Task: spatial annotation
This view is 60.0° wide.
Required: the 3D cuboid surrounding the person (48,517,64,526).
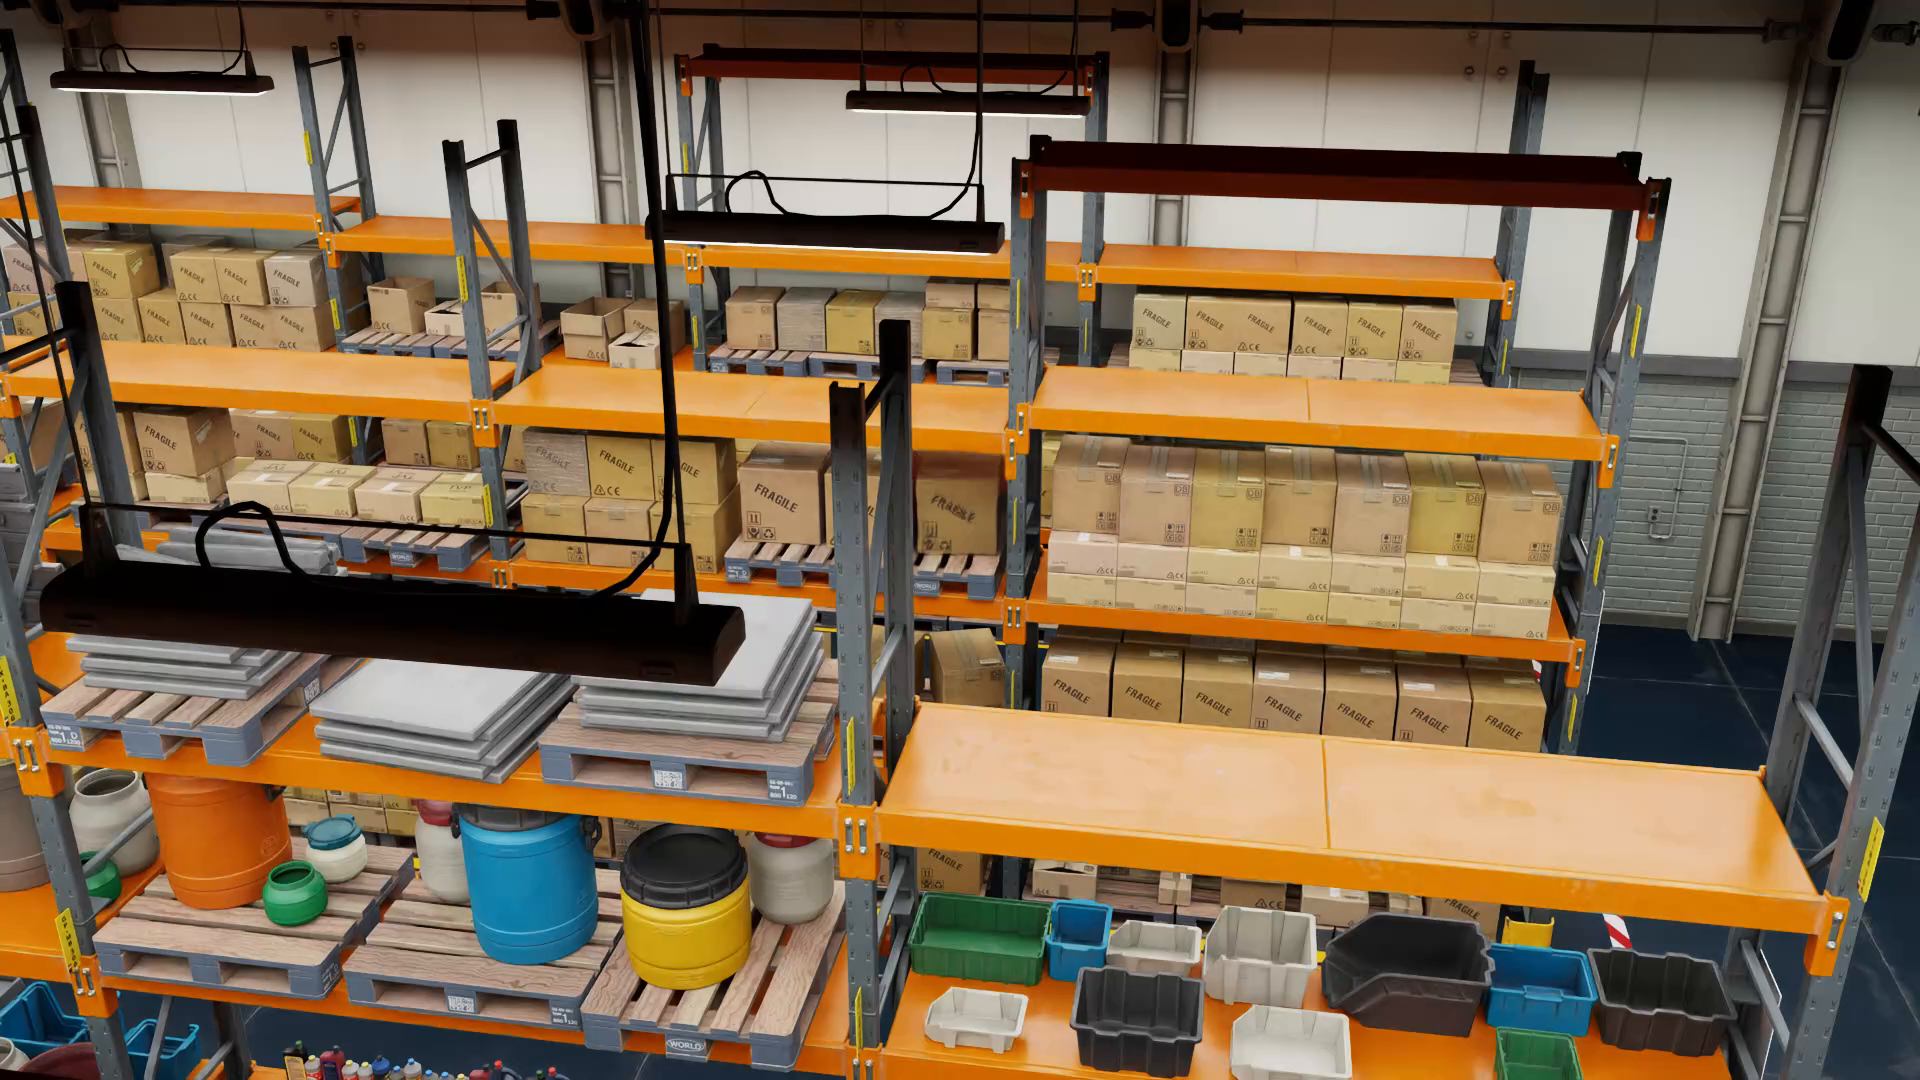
[{"bbox_3d":[-9.018,0.534,16.825,0.950,1.721,0.592,-7,24,-17],"label":"person"}]
